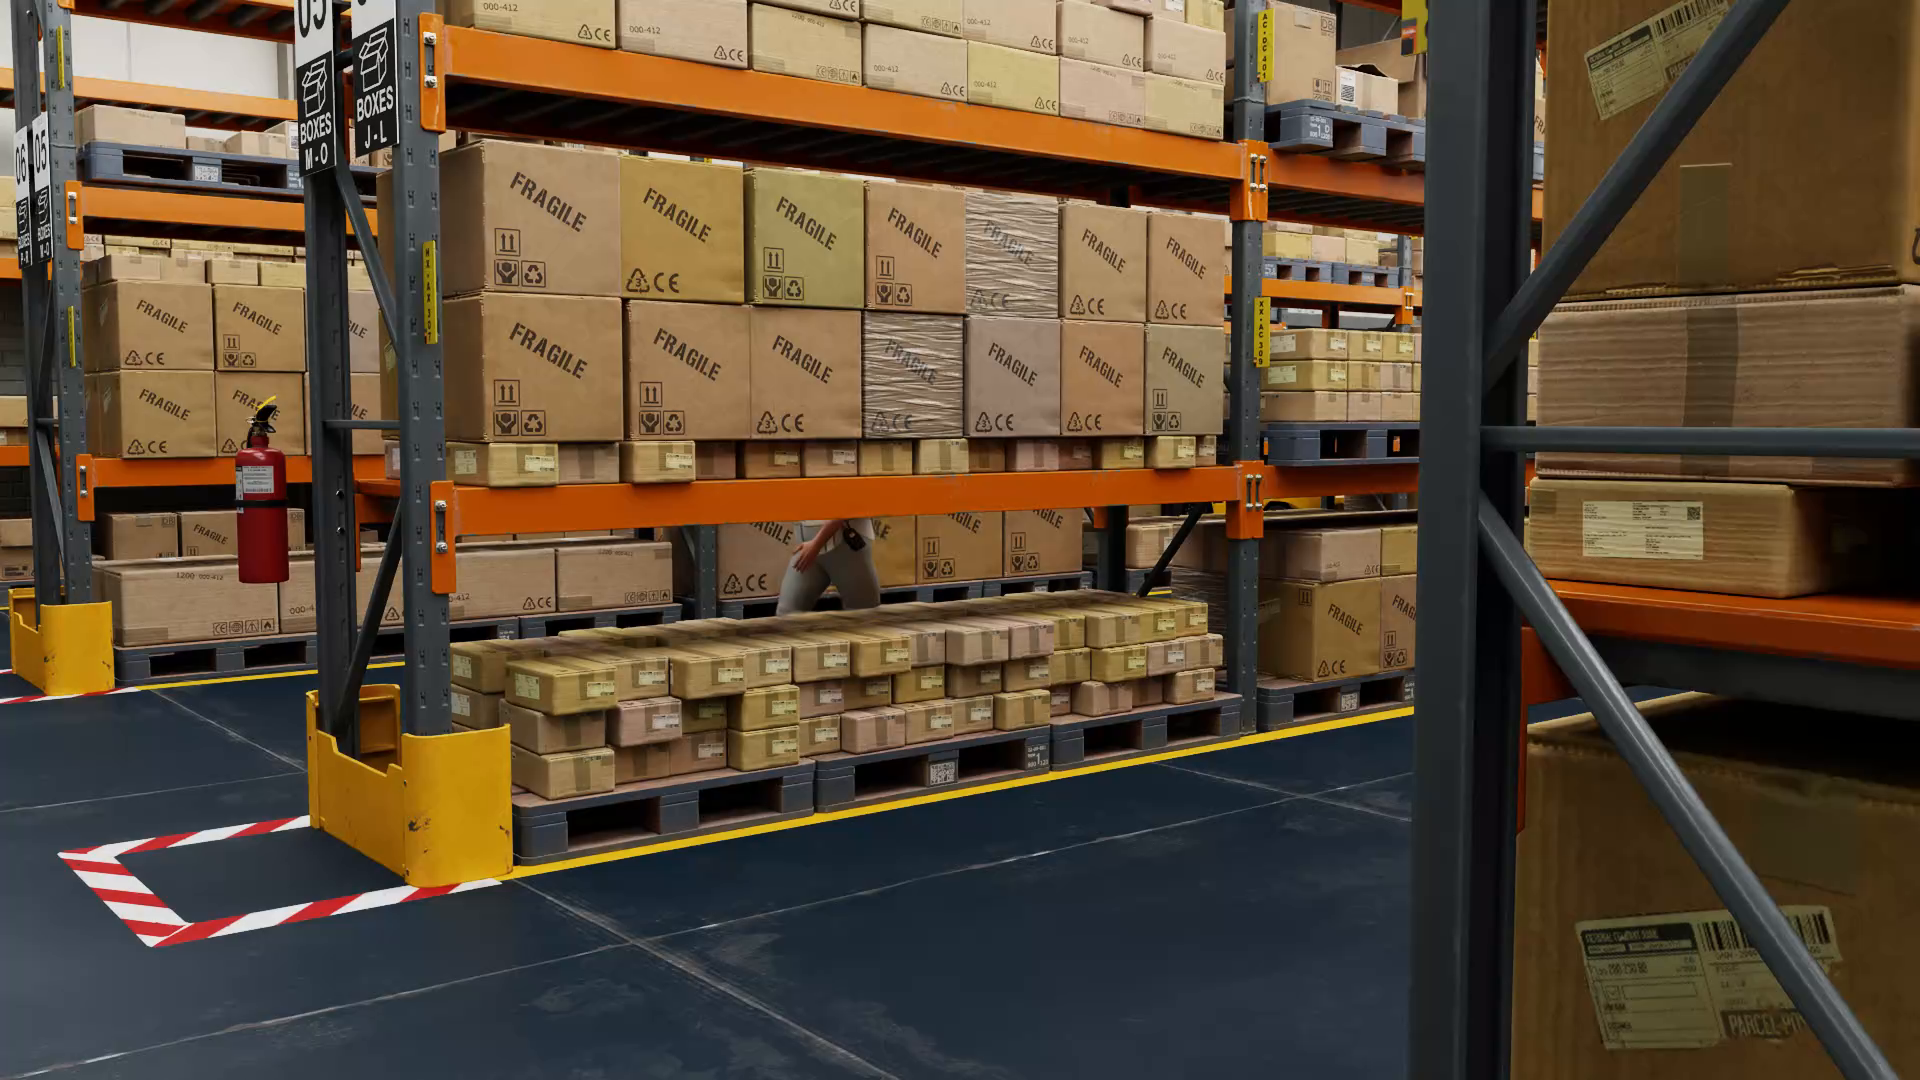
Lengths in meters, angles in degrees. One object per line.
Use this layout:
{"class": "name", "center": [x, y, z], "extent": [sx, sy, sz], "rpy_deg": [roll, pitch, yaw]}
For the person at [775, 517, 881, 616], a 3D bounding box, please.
{"class": "person", "center": [-0.708, 0.010, 8.815], "extent": [1.038, 1.710, 0.544], "rpy_deg": [-4, 6, -41]}
